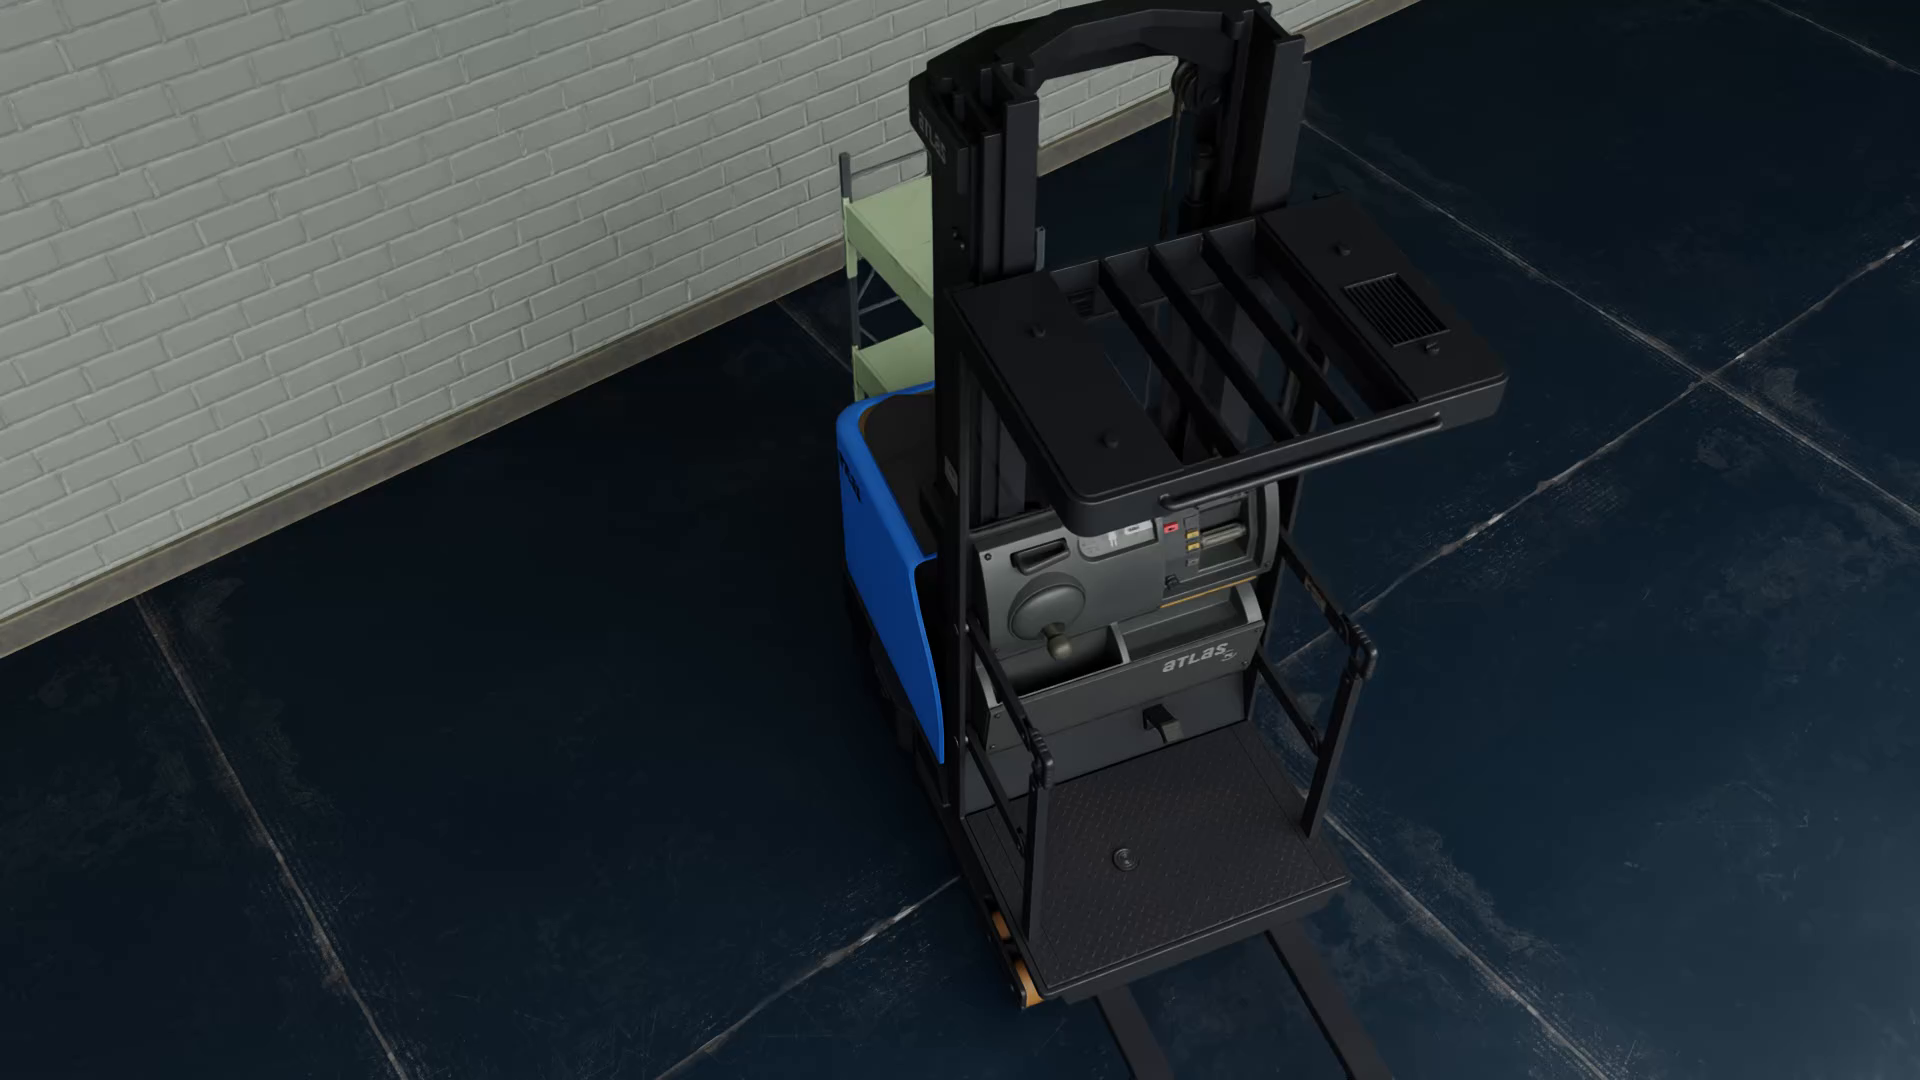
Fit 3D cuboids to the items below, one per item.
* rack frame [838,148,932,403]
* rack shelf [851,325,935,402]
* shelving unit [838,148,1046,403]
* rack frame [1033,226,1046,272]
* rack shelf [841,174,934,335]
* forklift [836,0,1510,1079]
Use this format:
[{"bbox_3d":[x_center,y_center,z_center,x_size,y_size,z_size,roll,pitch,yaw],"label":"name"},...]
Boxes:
[{"bbox_3d":[-0.260,-0.954,6.601,0.400,1.500,0.023,-24,52,-20],"label":"rack frame"},{"bbox_3d":[-0.072,-0.502,6.632,0.431,0.370,0.720,-24,52,-20],"label":"rack shelf"},{"bbox_3d":[-0.072,-0.721,6.390,0.431,1.500,0.755,-24,52,-20],"label":"shelving unit"},{"bbox_3d":[0.117,-0.489,6.180,0.400,1.500,0.023,-24,52,-20],"label":"rack frame"},{"bbox_3d":[-0.072,-0.983,6.101,0.431,0.370,0.720,-24,52,-20],"label":"rack shelf"},{"bbox_3d":[0.576,0.157,4.628,1.130,2.935,3.031,-17,50,-15],"label":"forklift"}]
